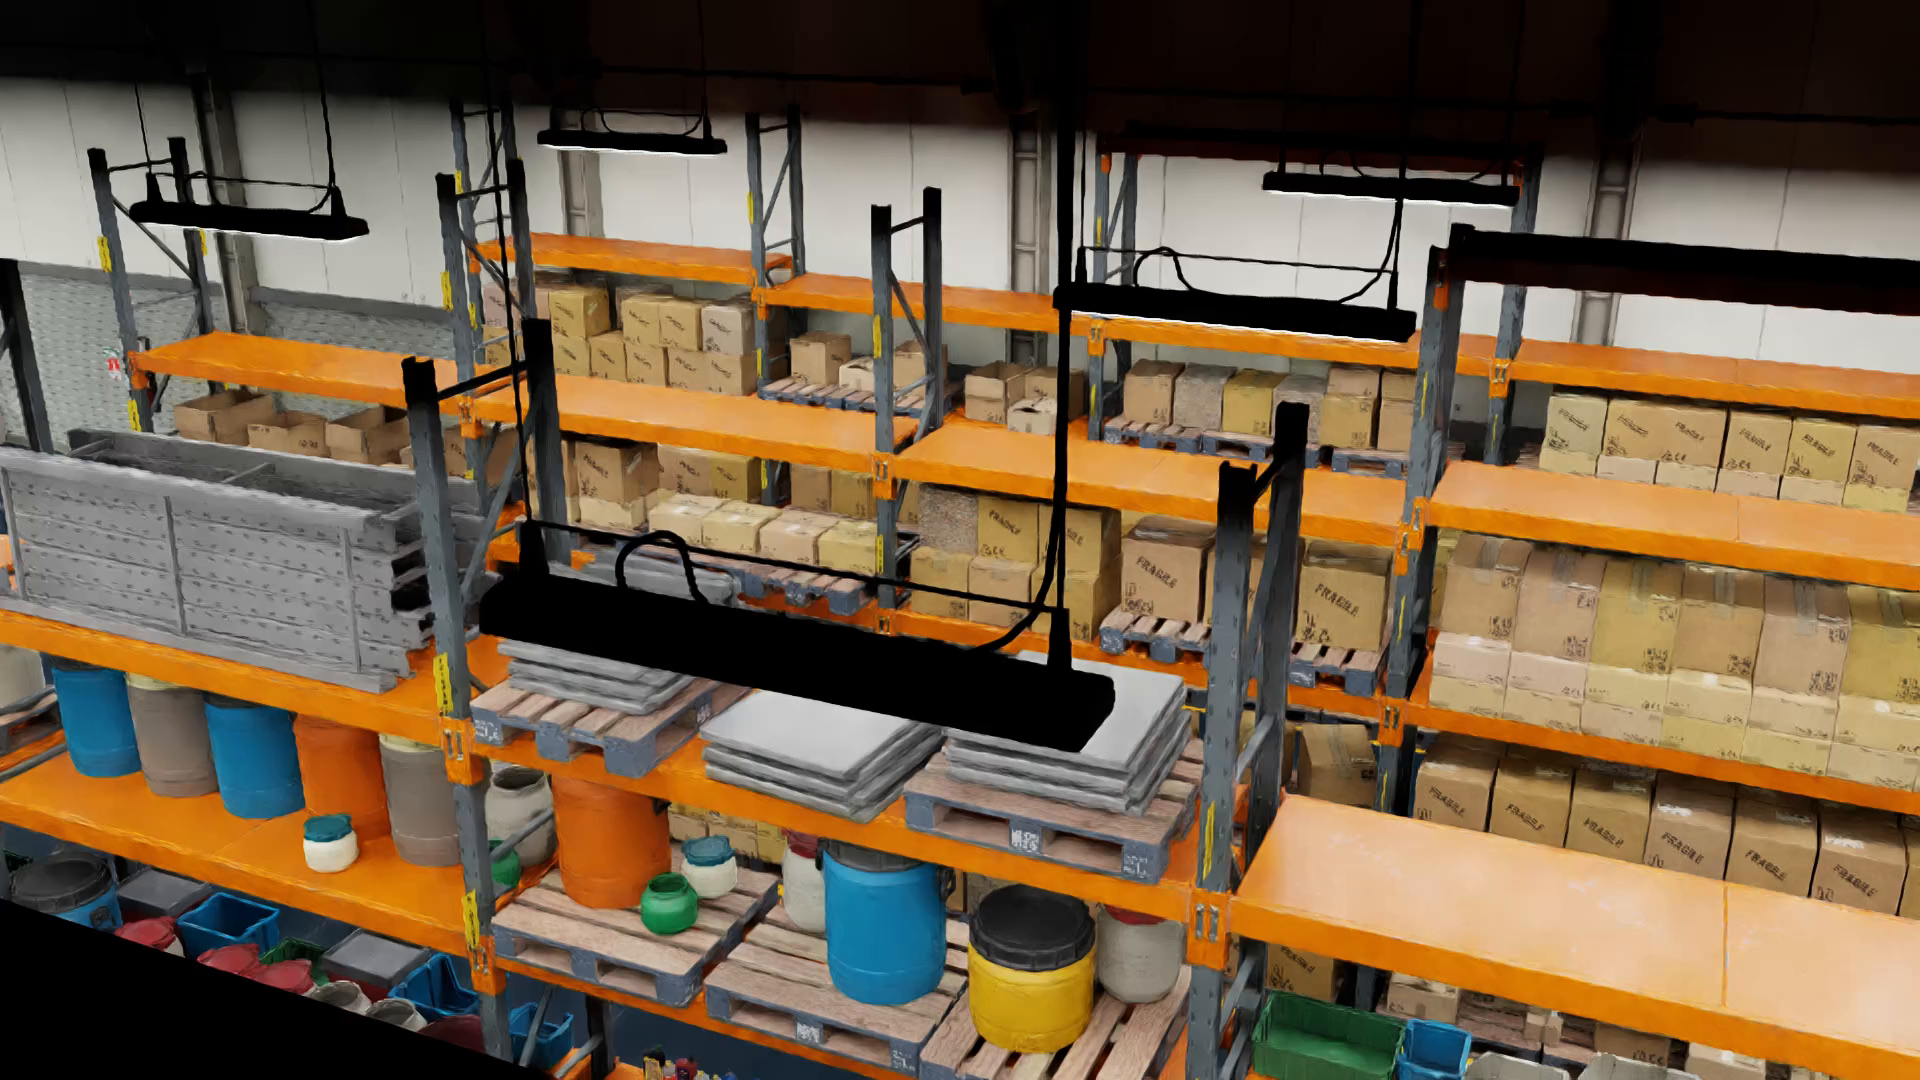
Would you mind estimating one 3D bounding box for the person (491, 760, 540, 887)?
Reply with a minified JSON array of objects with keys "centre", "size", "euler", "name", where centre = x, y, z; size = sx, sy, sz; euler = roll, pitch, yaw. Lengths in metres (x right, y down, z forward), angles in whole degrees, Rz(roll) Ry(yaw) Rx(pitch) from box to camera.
[{"centre":[-3.650,2.543,13.562],"size":[0.994,1.622,0.482],"euler":[5,21,14],"name":"person"}]
